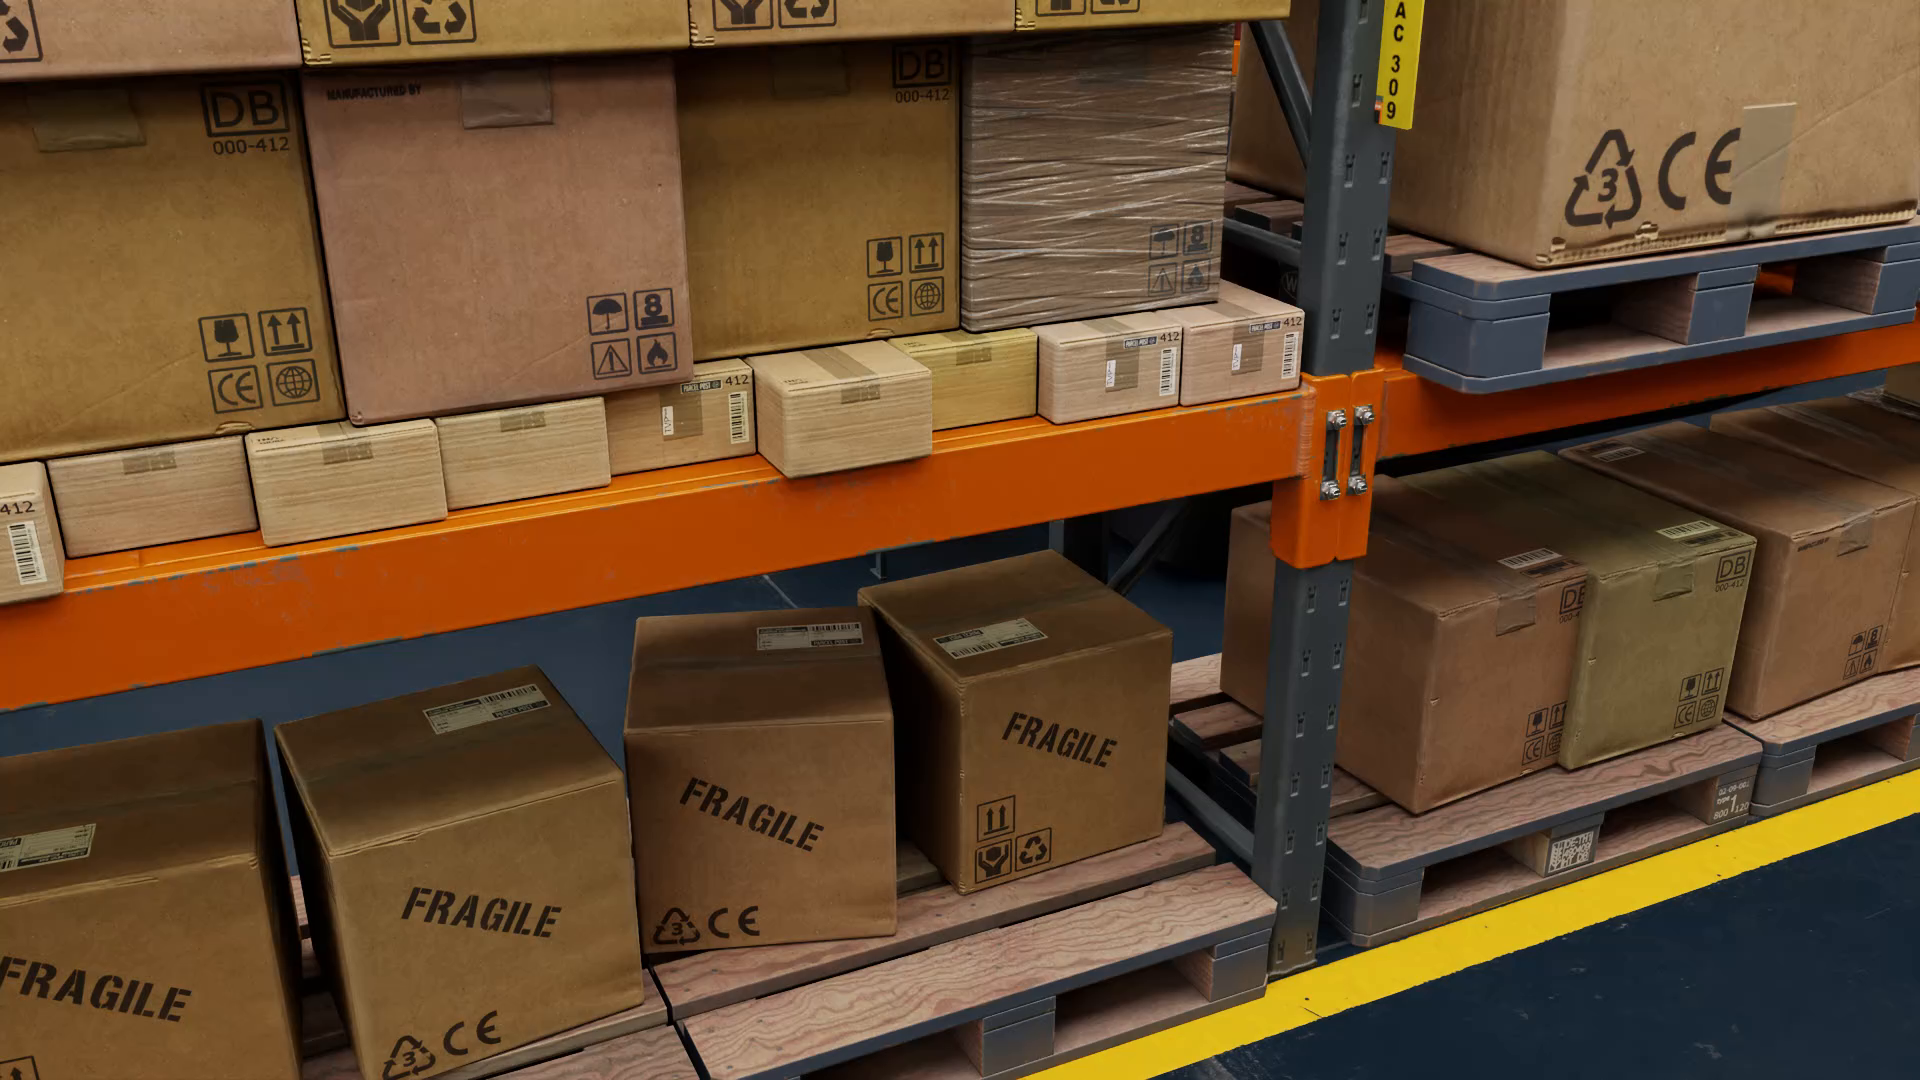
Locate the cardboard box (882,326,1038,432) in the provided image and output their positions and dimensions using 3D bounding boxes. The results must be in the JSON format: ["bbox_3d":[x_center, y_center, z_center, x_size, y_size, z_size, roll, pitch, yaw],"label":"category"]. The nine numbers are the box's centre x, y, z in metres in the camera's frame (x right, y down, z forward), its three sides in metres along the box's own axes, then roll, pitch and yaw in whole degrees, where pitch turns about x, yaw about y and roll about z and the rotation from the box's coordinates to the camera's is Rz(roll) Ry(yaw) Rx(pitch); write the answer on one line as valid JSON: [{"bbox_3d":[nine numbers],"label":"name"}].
[{"bbox_3d":[-0.060,-0.325,2.942,0.250,0.149,0.380,-10,25,-24],"label":"cardboard box"}]

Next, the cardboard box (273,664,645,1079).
[{"bbox_3d":[-0.929,0.604,3.088,0.500,0.500,0.500,-13,26,-28],"label":"cardboard box"}]

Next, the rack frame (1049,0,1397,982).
[{"bbox_3d":[0.487,-0.637,3.367,0.127,3.000,1.000,-10,25,-24],"label":"rack frame"}]

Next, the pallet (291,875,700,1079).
[{"bbox_3d":[-1.203,0.979,3.110,1.213,0.211,1.003,-10,25,-24],"label":"pallet"}]

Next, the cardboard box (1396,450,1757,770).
[{"bbox_3d":[1.488,0.147,4.165,0.500,0.500,0.700,-11,25,-24],"label":"cardboard box"}]

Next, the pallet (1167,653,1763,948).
[{"bbox_3d":[1.188,0.522,4.214,1.213,0.211,1.003,-10,25,-24],"label":"pallet"}]

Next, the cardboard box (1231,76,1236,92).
[{"bbox_3d":[2.181,-4.084,14.388,0.500,0.500,0.500,-10,25,-23],"label":"cardboard box"}]

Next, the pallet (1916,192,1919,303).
[{"bbox_3d":[2.326,-0.870,4.180,1.213,0.211,1.003,-10,25,-24],"label":"pallet"}]

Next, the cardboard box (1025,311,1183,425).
[{"bbox_3d":[0.192,-0.346,2.992,0.250,0.149,0.380,-10,25,-24],"label":"cardboard box"}]

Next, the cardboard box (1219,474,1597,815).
[{"bbox_3d":[1.050,0.220,3.989,0.500,0.500,0.700,-13,26,-28],"label":"cardboard box"}]

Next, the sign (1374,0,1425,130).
[{"bbox_3d":[0.730,-0.851,2.753,0.005,0.325,0.100,-10,25,-24],"label":"sign"}]

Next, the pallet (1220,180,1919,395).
[{"bbox_3d":[1.239,-0.625,3.589,1.213,0.211,1.003,-10,25,-24],"label":"pallet"}]

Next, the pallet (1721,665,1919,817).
[{"bbox_3d":[2.289,0.318,4.706,1.213,0.211,1.003,-10,25,-24],"label":"pallet"}]

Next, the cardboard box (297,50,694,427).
[{"bbox_3d":[-0.818,-0.579,2.707,0.500,0.500,0.875,-10,25,-24],"label":"cardboard box"}]

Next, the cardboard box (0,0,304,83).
[{"bbox_3d":[-1.152,-0.866,2.092,0.500,0.500,0.500,-10,25,-24],"label":"cardboard box"}]

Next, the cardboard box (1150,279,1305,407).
[{"bbox_3d":[0.421,-0.384,3.084,0.250,0.149,0.380,-10,25,-24],"label":"cardboard box"}]

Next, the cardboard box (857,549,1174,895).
[{"bbox_3d":[0.110,0.376,3.638,0.500,0.500,0.500,-11,25,-25],"label":"cardboard box"}]

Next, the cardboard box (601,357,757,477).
[{"bbox_3d":[-0.519,-0.249,2.759,0.250,0.149,0.380,-10,25,-24],"label":"cardboard box"}]

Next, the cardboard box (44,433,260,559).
[{"bbox_3d":[-1.195,-0.125,2.459,0.250,0.149,0.380,-10,25,-24],"label":"cardboard box"}]

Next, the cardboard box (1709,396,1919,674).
[{"bbox_3d":[2.494,-0.038,4.613,0.500,0.500,0.700,-8,24,-19],"label":"cardboard box"}]

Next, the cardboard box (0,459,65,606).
[{"bbox_3d":[-1.363,-0.038,2.249,0.250,0.149,0.380,-10,25,-24],"label":"cardboard box"}]

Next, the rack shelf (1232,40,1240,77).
[{"bbox_3d":[0.141,-2.343,8.430,4.000,0.370,1.077,-10,25,-24],"label":"rack shelf"}]

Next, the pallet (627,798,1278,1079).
[{"bbox_3d":[-0.102,0.775,3.602,1.213,0.211,1.003,-10,25,-24],"label":"pallet"}]

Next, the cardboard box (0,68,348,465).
[{"bbox_3d":[-1.286,-0.510,2.541,0.500,0.500,0.875,-10,25,-24],"label":"cardboard box"}]

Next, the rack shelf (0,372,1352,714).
[{"bbox_3d":[-1.315,0.027,2.703,4.000,0.370,1.077,-10,25,-24],"label":"rack shelf"}]

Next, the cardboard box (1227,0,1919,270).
[{"bbox_3d":[1.264,-1.192,3.374,1.000,1.000,1.000,-10,25,-23],"label":"cardboard box"}]

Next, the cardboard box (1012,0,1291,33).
[{"bbox_3d":[0.201,-1.113,2.691,0.500,0.500,0.500,-10,25,-24],"label":"cardboard box"}]

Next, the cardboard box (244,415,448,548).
[{"bbox_3d":[-0.937,-0.140,2.496,0.250,0.149,0.380,-10,25,-24],"label":"cardboard box"}]

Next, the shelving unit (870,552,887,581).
[{"bbox_3d":[-0.006,-0.692,5.460,0.755,1.500,0.431,-10,25,-24],"label":"shelving unit"}]

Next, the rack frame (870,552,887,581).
[{"bbox_3d":[-0.336,-0.631,5.314,0.023,1.500,0.400,-10,25,-24],"label":"rack frame"}]

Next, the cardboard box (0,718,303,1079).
[{"bbox_3d":[-1.451,0.681,2.902,0.500,0.500,0.500,-8,24,-19],"label":"cardboard box"}]

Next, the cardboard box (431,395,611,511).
[{"bbox_3d":[-0.727,-0.194,2.625,0.250,0.149,0.380,-10,25,-24],"label":"cardboard box"}]

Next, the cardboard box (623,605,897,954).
[{"bbox_3d":[-0.403,0.474,3.402,0.500,0.500,0.500,-3,23,-7],"label":"cardboard box"}]

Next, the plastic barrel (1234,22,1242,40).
[{"bbox_3d":[1.657,-2.889,8.630,0.708,0.536,0.600,-10,25,-24],"label":"plastic barrel"}]

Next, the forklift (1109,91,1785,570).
[{"bbox_3d":[1.804,-1.628,5.851,3.031,2.935,1.130,-11,25,-24],"label":"forklift"}]

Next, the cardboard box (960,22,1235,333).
[{"bbox_3d":[0.055,-0.767,3.162,0.500,0.500,0.875,-10,25,-24],"label":"cardboard box"}]

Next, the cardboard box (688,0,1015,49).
[{"bbox_3d":[-0.249,-1.030,2.489,0.500,0.500,0.500,-10,25,-24],"label":"cardboard box"}]

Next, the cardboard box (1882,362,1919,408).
[{"bbox_3d":[3.027,-0.482,4.706,0.500,0.250,0.500,-8,24,-18],"label":"cardboard box"}]

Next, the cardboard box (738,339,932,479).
[{"bbox_3d":[-0.237,-0.245,2.749,0.250,0.149,0.380,-10,25,-24],"label":"cardboard box"}]

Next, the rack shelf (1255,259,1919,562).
[{"bbox_3d":[2.289,-0.637,4.306,4.000,0.370,1.077,-10,25,-24],"label":"rack shelf"}]

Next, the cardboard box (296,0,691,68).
[{"bbox_3d":[-0.700,-0.947,2.290,0.500,0.500,0.500,-10,25,-24],"label":"cardboard box"}]

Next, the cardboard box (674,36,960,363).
[{"bbox_3d":[-0.411,-0.697,2.991,0.500,0.500,0.875,-10,25,-24],"label":"cardboard box"}]

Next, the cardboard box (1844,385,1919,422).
[{"bbox_3d":[3.002,-0.135,4.846,0.500,0.500,0.700,-13,26,-28],"label":"cardboard box"}]

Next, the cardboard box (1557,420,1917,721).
[{"bbox_3d":[1.992,0.055,4.389,0.500,0.500,0.700,-13,26,-28],"label":"cardboard box"}]
